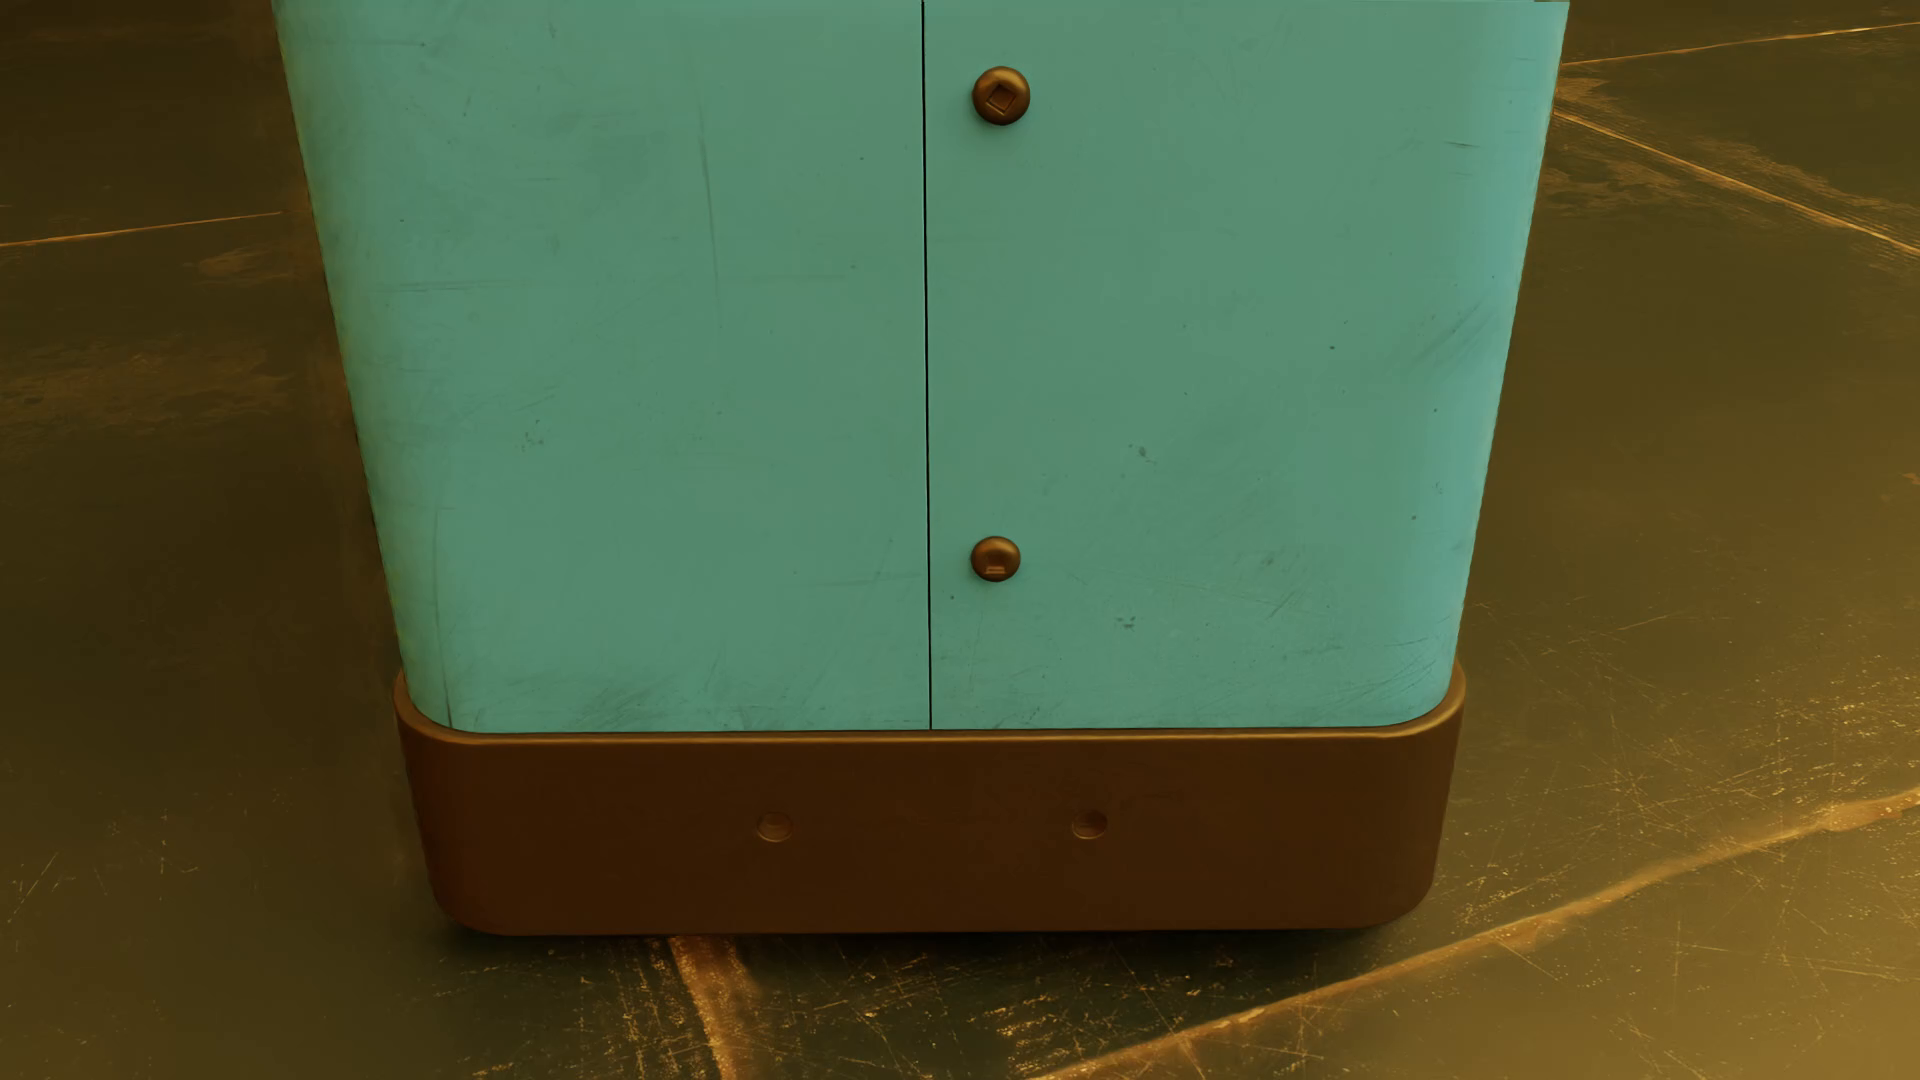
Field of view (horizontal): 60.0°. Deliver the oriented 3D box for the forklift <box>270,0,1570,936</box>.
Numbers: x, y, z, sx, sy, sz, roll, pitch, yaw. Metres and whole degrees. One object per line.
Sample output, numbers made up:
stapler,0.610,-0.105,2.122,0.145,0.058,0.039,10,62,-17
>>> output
forklift,-0.046,-1.567,2.290,1.130,2.935,3.031,0,30,-1
